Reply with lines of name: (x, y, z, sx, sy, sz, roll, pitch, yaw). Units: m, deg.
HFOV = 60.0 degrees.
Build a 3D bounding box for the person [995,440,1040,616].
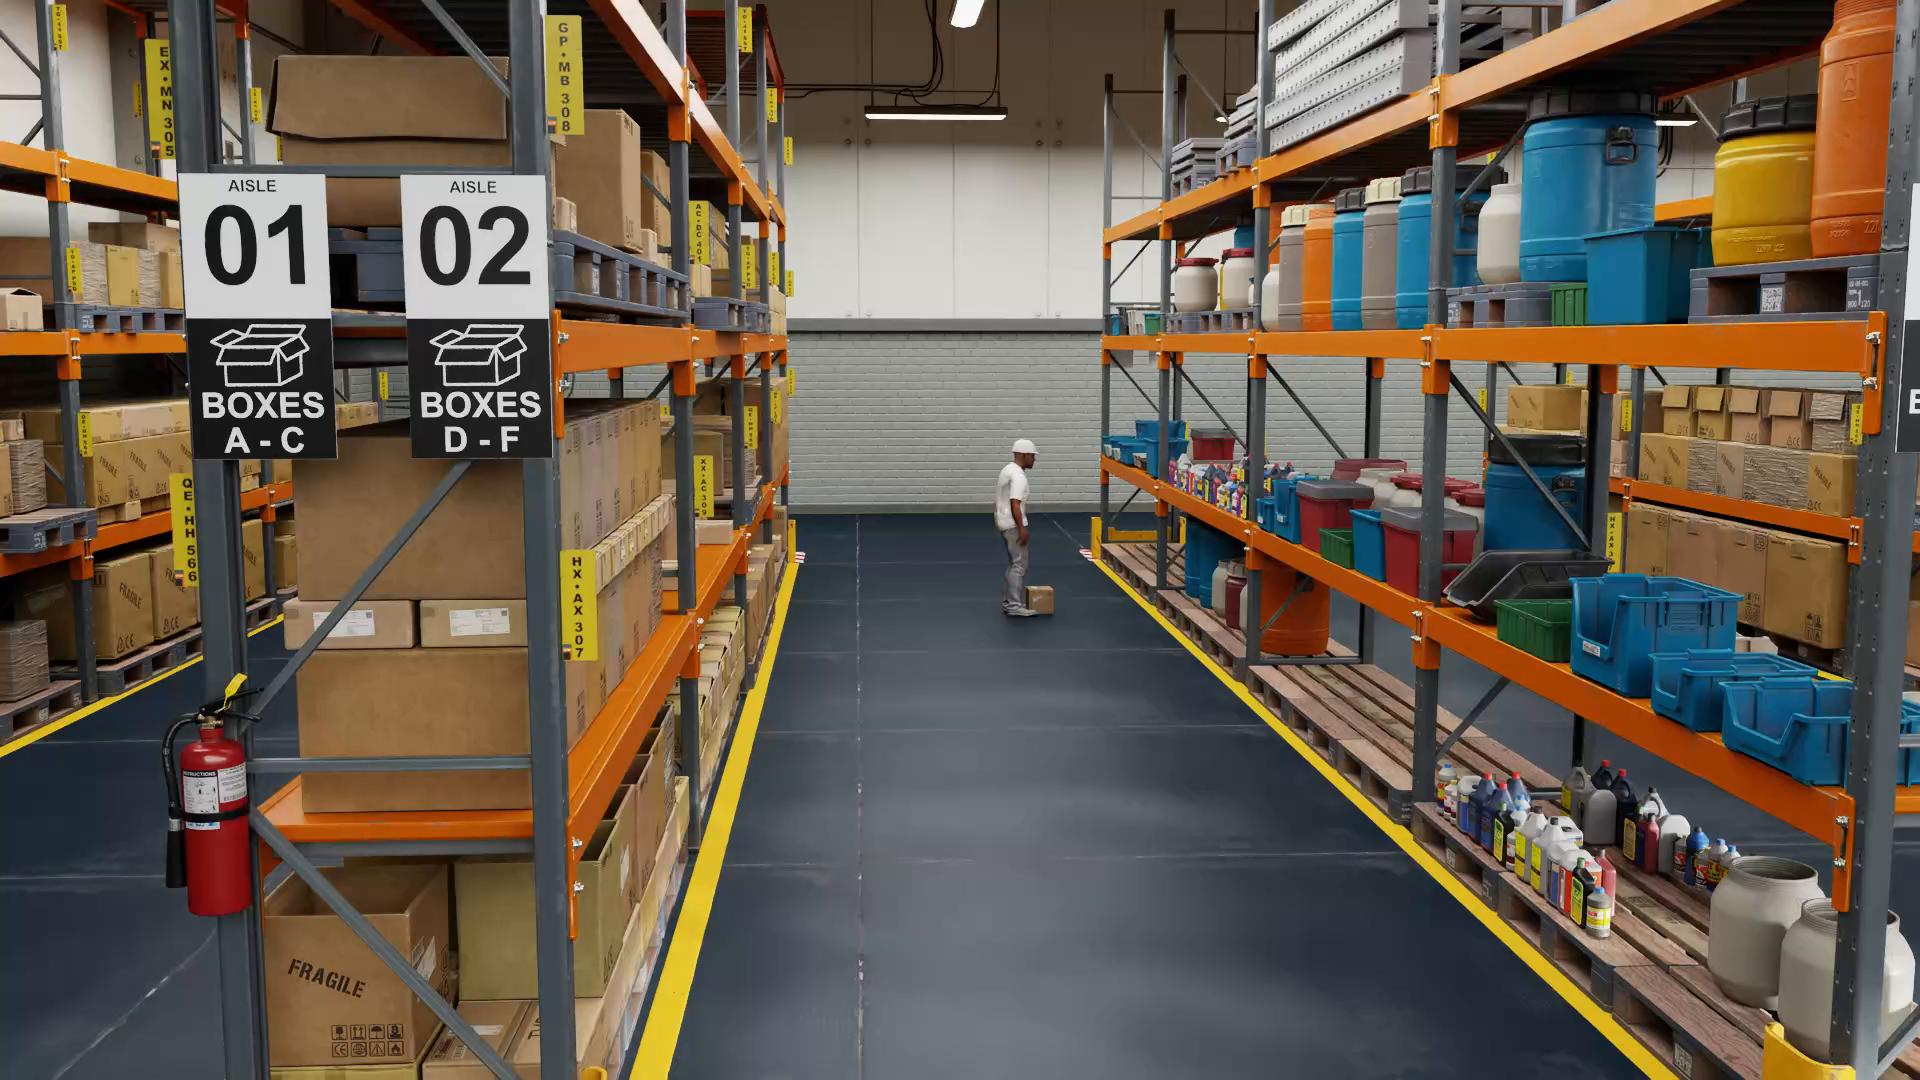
person: (0.584, -0.133, 16.777, 0.459, 1.761, 0.626, 0, 7, -4)
